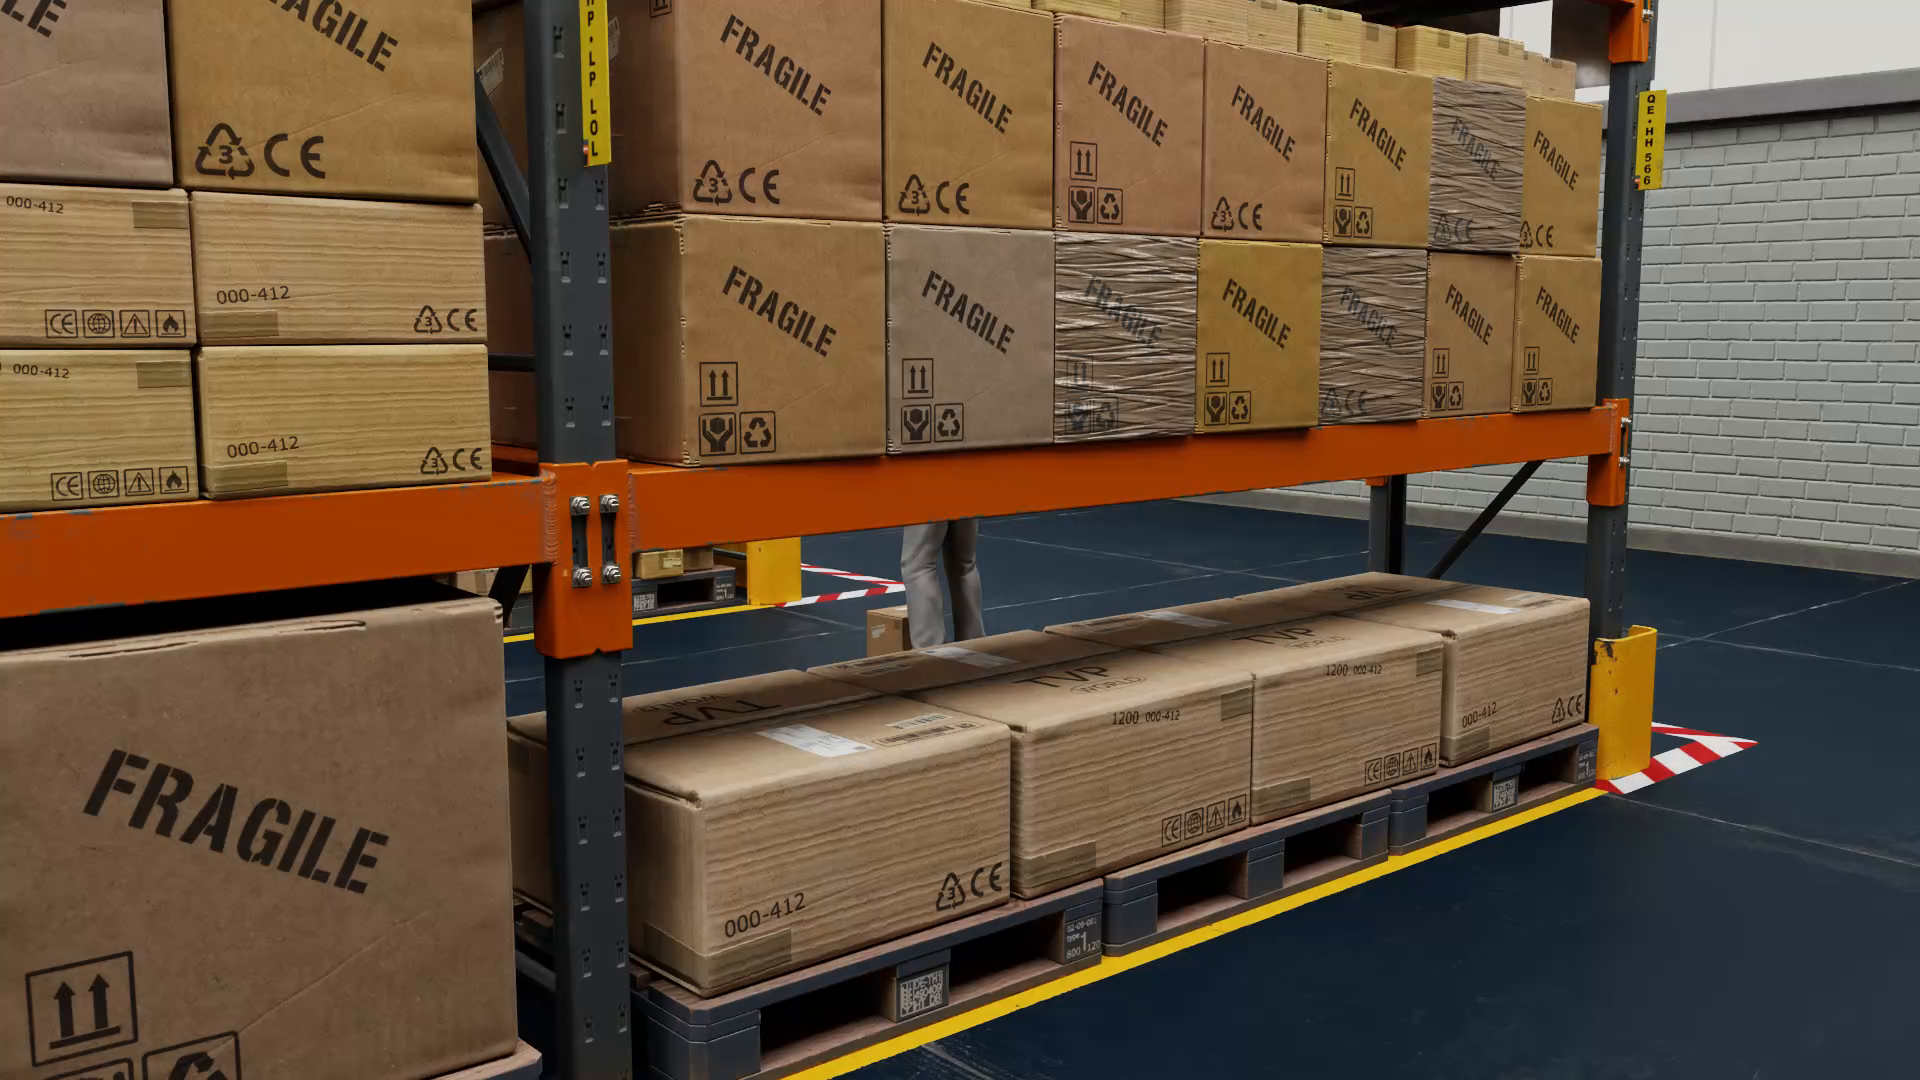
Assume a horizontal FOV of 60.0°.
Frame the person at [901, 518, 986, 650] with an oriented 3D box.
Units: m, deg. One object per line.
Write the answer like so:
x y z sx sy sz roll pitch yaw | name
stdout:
-0.093 -0.226 7.514 0.505 1.673 0.358 -7 10 -42 | person
